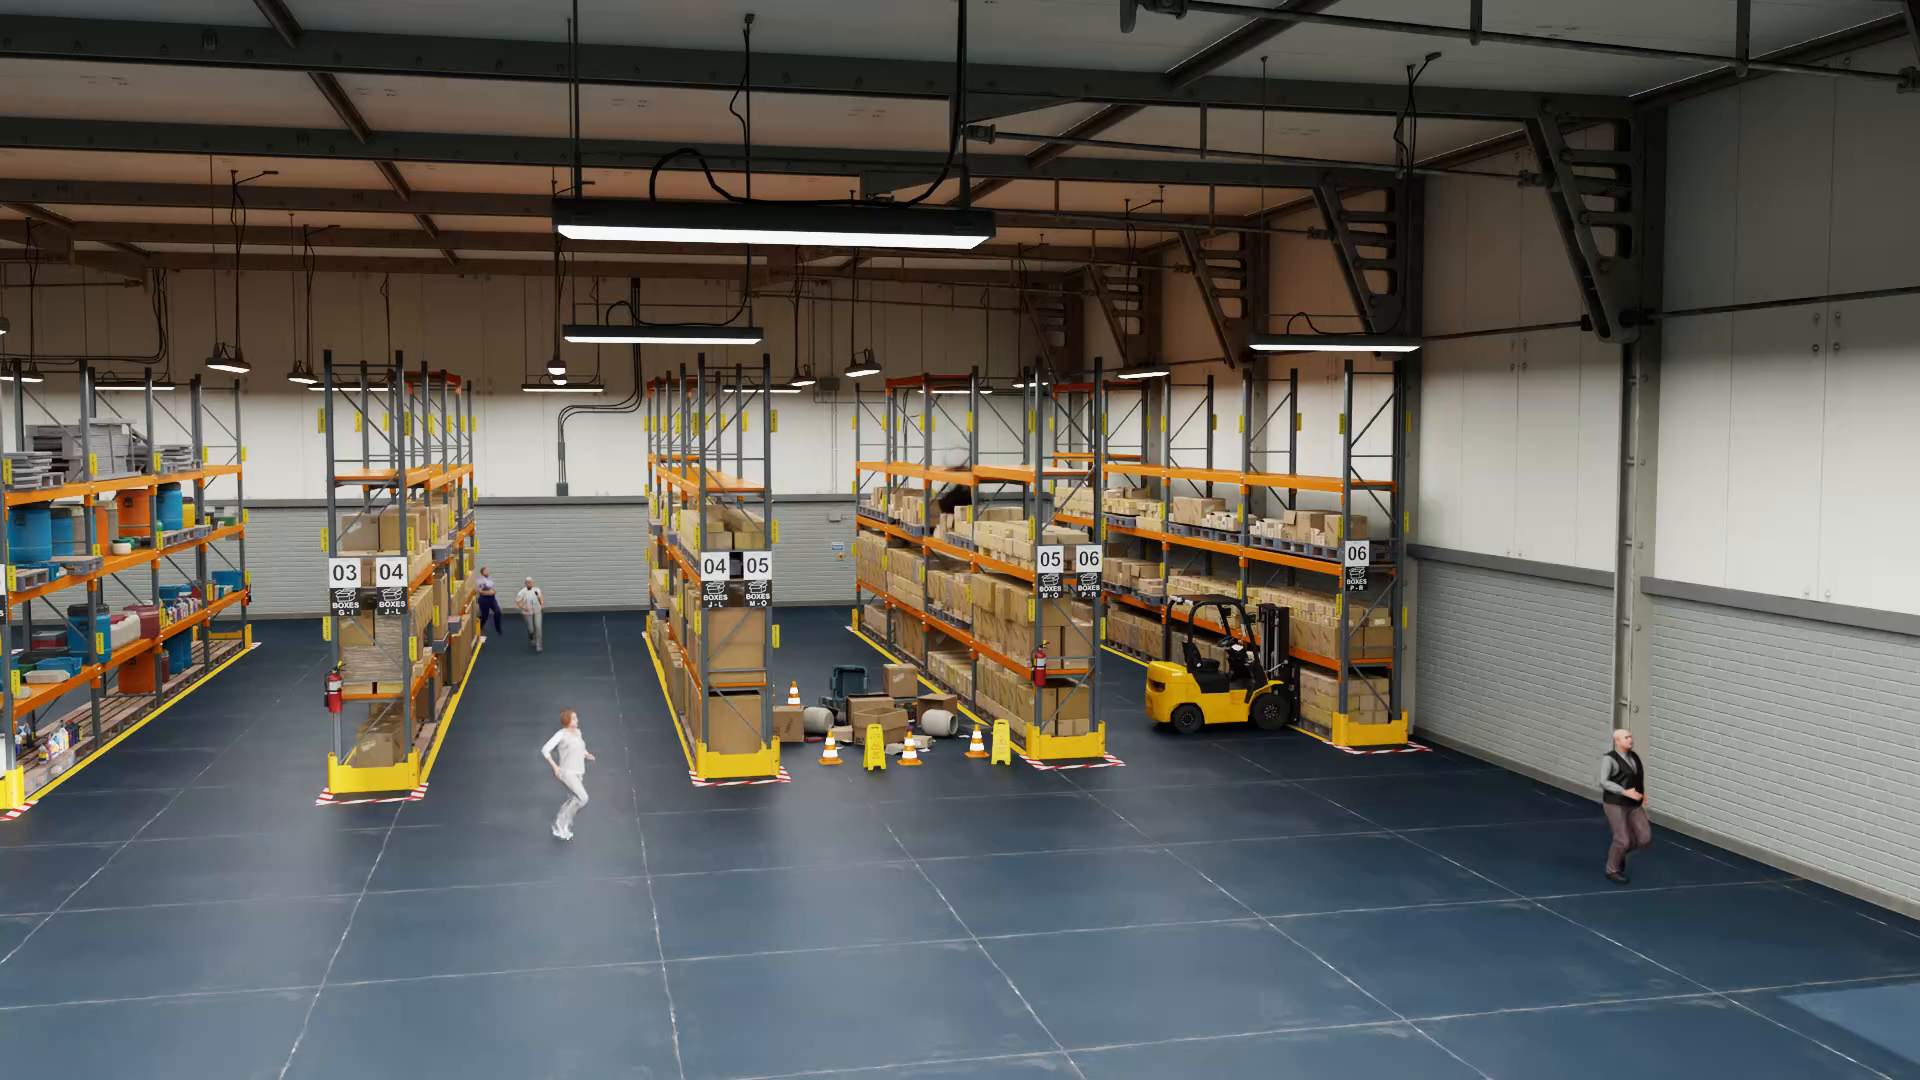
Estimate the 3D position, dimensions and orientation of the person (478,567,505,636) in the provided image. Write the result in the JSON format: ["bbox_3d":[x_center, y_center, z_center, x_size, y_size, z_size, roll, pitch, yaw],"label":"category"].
[{"bbox_3d":[-11.232,1.467,39.341,0.735,1.678,0.604,2,4,24],"label":"person"}]

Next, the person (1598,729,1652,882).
[{"bbox_3d":[7.275,2.902,18.136,0.653,1.680,0.568,-2,4,-23],"label":"person"}]

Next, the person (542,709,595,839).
[{"bbox_3d":[-4.654,2.815,19.943,0.621,1.565,0.517,1,4,20],"label":"person"}]

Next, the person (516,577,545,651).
[{"bbox_3d":[-9.549,1.638,37.020,0.647,1.637,0.719,-2,4,-24],"label":"person"}]
